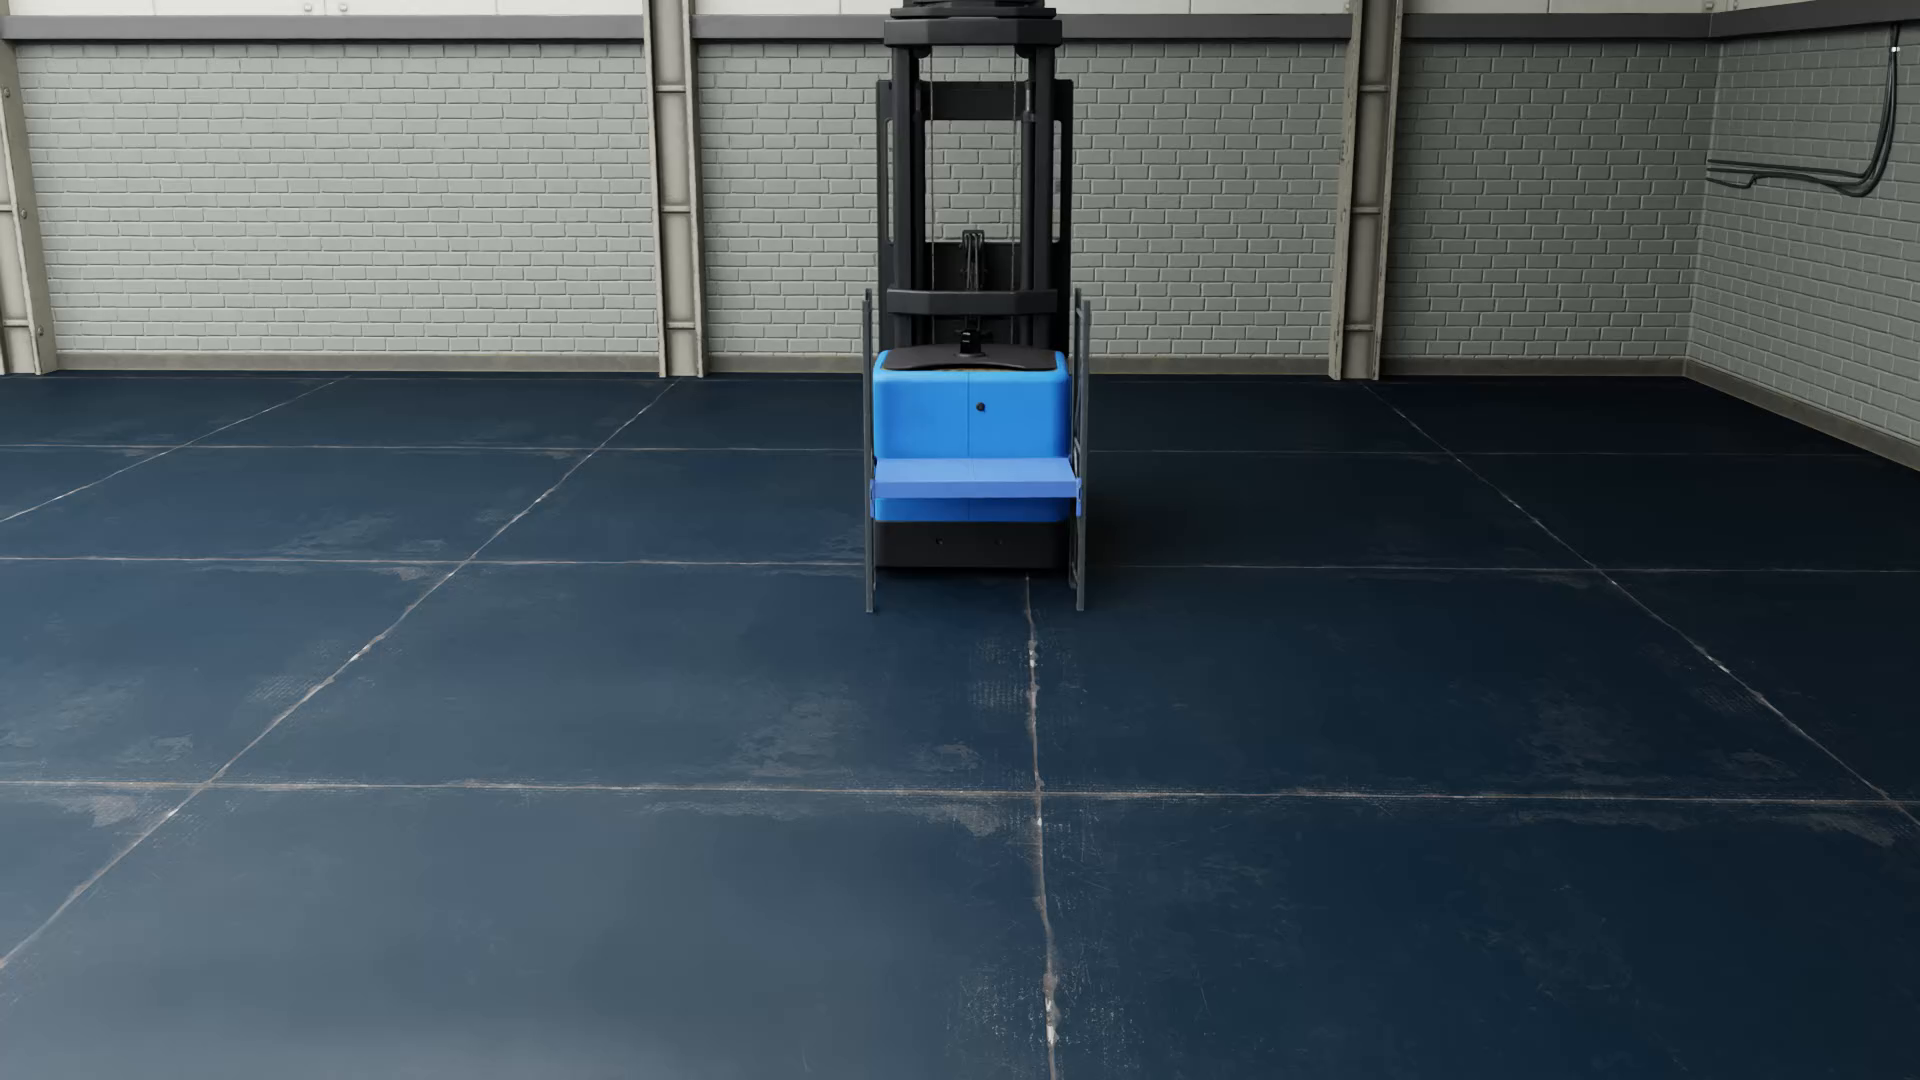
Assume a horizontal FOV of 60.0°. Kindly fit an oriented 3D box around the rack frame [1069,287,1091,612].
[{"bbox_3d":[0.578,-0.442,8.064,0.032,1.500,0.500,0,16,-1],"label":"rack frame"}]

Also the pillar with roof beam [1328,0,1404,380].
[{"bbox_3d":[3.405,-4.709,9.549,0.400,9.000,9.100,0,15,1],"label":"pillar with roof beam"}]

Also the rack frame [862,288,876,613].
[{"bbox_3d":[-0.439,-0.437,8.042,0.032,1.500,0.500,0,16,-1],"label":"rack frame"}]

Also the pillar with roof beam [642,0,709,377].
[{"bbox_3d":[-2.594,-4.748,9.697,0.400,9.000,9.100,0,15,1],"label":"pillar with roof beam"}]

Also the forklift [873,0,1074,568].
[{"bbox_3d":[0.087,-1.593,9.631,1.130,2.935,3.031,0,15,2],"label":"forklift"}]

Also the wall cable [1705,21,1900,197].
[{"bbox_3d":[6.426,-3.949,12.755,0.112,2.526,3.097,0,15,1],"label":"wall cable"}]

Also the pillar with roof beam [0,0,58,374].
[{"bbox_3d":[-8.592,-4.787,9.845,0.400,9.000,9.100,0,15,1],"label":"pillar with roof beam"}]

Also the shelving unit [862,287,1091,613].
[{"bbox_3d":[0.070,-0.439,8.053,1.048,1.500,0.538,0,16,-1],"label":"shelving unit"}]

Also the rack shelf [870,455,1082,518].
[{"bbox_3d":[0.070,-0.266,8.101,1.000,0.185,0.538,0,16,-1],"label":"rack shelf"}]
